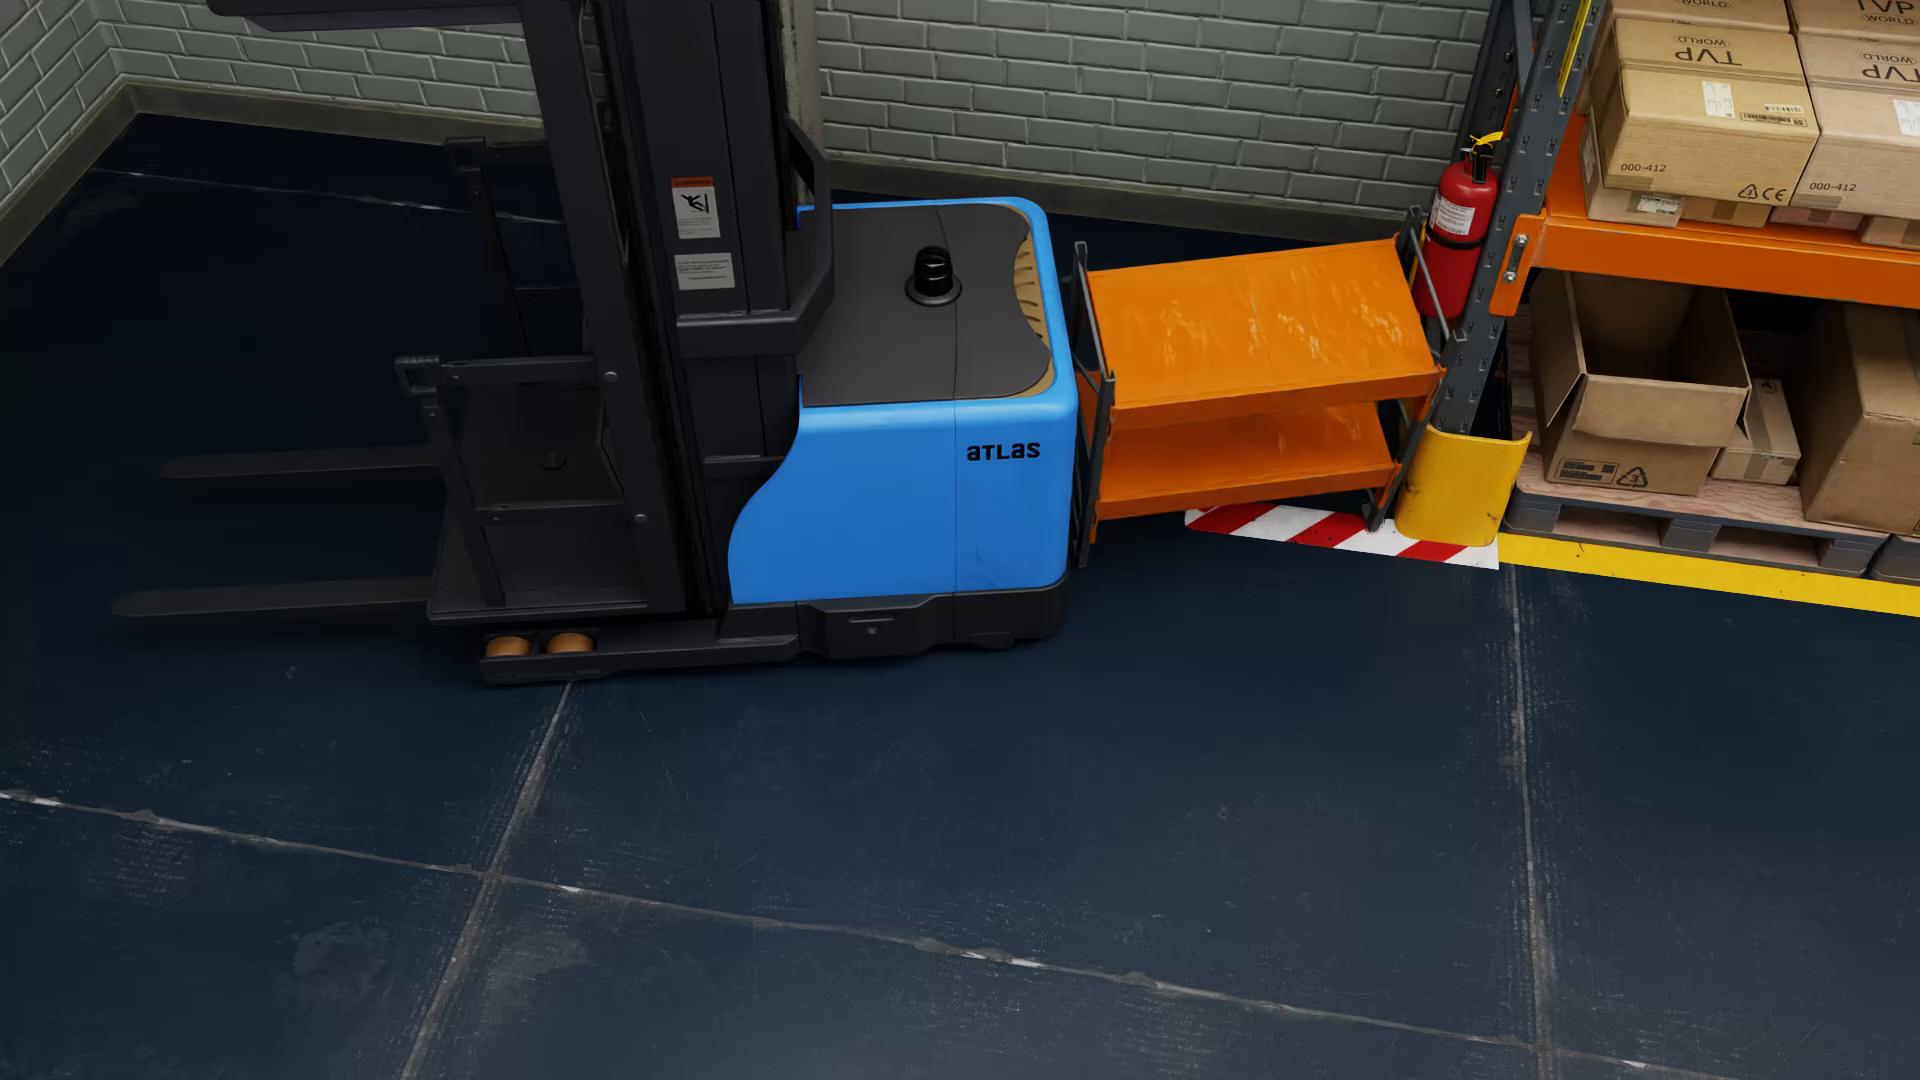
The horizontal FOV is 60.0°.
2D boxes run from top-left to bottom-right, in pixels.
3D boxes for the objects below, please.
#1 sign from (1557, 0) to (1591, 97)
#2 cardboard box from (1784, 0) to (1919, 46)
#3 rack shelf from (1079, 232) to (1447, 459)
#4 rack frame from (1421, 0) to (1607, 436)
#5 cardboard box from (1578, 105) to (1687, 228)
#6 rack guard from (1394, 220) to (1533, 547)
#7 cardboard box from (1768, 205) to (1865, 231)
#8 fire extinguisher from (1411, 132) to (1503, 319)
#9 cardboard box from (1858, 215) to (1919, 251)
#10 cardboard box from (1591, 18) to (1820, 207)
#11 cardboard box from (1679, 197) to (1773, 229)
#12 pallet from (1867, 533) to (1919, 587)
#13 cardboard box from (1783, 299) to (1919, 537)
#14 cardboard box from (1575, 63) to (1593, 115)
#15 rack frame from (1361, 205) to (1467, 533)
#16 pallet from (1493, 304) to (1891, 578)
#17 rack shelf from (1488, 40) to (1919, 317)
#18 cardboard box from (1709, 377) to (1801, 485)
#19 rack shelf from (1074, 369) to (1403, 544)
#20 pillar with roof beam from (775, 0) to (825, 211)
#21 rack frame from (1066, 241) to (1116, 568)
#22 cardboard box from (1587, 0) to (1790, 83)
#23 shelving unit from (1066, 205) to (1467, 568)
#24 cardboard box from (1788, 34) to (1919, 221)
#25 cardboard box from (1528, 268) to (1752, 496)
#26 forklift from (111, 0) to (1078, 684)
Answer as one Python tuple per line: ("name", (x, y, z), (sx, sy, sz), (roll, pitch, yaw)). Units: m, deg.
("sign", (1.607, -1.322, 4.339), (0.005, 0.325, 0.100), (8, 49, 7))
("cardboard box", (2.711, -1.544, 5.021), (0.500, 0.250, 0.500), (8, 49, 7))
("rack shelf", (0.890, -0.594, 5.056), (1.000, 0.278, 0.538), (-7, 62, -4))
("rack frame", (1.704, -1.430, 5.018), (0.127, 3.000, 1.000), (8, 49, 7))
("cardboard box", (1.978, -1.102, 4.892), (0.250, 0.149, 0.380), (7, 48, 7))
("rack guard", (1.778, -0.584, 5.939), (0.348, 0.500, 1.175), (8, 49, 7))
("cardboard box", (2.502, -1.093, 4.884), (0.250, 0.149, 0.380), (7, 48, 6))
("fire extinguisher", (1.477, -0.961, 4.899), (0.183, 0.674, 0.296), (8, 49, 7))
("cardboard box", (2.739, -1.014, 4.814), (0.250, 0.149, 0.380), (9, 49, 8))
("cardboard box", (2.102, -1.222, 4.732), (0.500, 0.250, 0.500), (8, 49, 7))
("cardboard box", (2.237, -1.102, 4.892), (0.250, 0.149, 0.380), (9, 49, 8))
("pallet", (3.760, -0.220, 5.806), (1.213, 0.211, 1.003), (8, 49, 7))
("cardboard box", (3.123, -0.443, 5.530), (0.500, 0.500, 0.700), (9, 49, 8))
("cardboard box", (2.077, -1.499, 5.249), (0.250, 0.149, 0.380), (7, 48, 6))
("rack frame", (1.391, -0.514, 5.349), (0.032, 1.125, 0.500), (-7, 62, -4))
("pallet", (2.563, -0.383, 5.953), (1.213, 0.211, 1.003), (8, 49, 7))
("rack shelf", (3.672, -0.925, 5.048), (4.000, 0.370, 1.077), (8, 49, 7))
("cardboard box", (2.700, -0.383, 5.711), (0.250, 0.149, 0.380), (6, 48, 5))
("rack shelf", (0.886, -0.336, 5.527), (1.000, 0.278, 0.538), (-7, 62, -4))
("pillar with roof beam", (-1.555, -1.300, 0.869), (0.400, 9.000, 9.100), (8, 49, 7))
("rack frame", (0.385, -0.392, 5.275), (0.032, 1.125, 0.500), (-7, 62, -4))
("cardboard box", (2.203, -1.613, 5.083), (0.500, 0.250, 0.500), (9, 49, 8))
("shelving unit", (0.888, -0.453, 5.312), (1.048, 1.125, 0.538), (-7, 62, -4))
("cardboard box", (2.598, -1.156, 4.673), (0.500, 0.250, 0.500), (8, 49, 7))
("cardboard box", (2.289, -0.586, 5.656), (0.637, 0.503, 0.797), (6, 48, 5))
("forklift", (-1.192, -0.928, 4.613), (3.031, 2.935, 1.130), (-3, 48, -3))
